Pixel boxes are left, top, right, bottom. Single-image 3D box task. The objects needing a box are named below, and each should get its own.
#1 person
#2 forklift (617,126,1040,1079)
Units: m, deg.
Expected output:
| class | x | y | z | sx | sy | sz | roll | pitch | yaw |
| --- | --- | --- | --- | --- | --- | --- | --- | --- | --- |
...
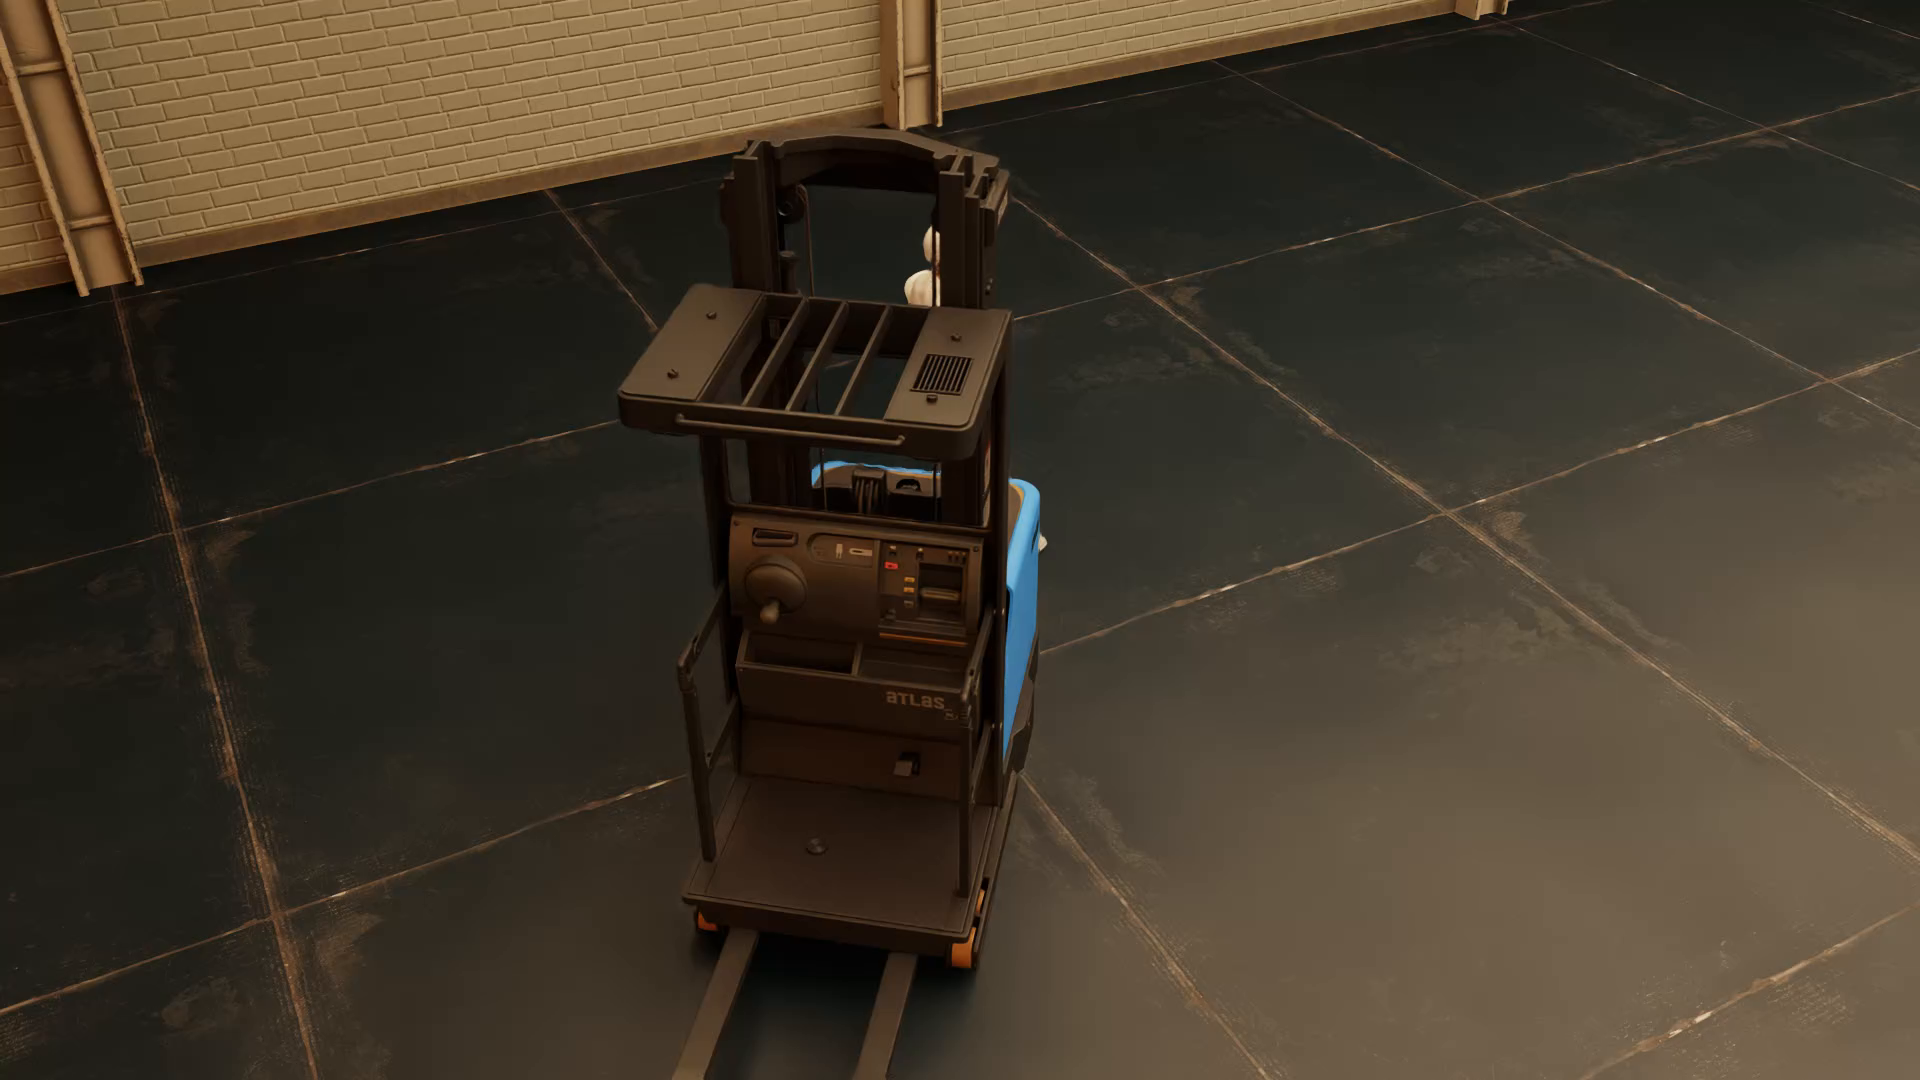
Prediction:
| class | x | y | z | sx | sy | sz | roll | pitch | yaw |
| --- | --- | --- | --- | --- | --- | --- | --- | --- | --- |
| person | 0.068 | -0.749 | 8.164 | 0.576 | 1.783 | 0.657 | -17 | 39 | -23 |
| forklift | -0.418 | 0.206 | 5.832 | 1.130 | 2.935 | 3.031 | 6 | 36 | 9 |
